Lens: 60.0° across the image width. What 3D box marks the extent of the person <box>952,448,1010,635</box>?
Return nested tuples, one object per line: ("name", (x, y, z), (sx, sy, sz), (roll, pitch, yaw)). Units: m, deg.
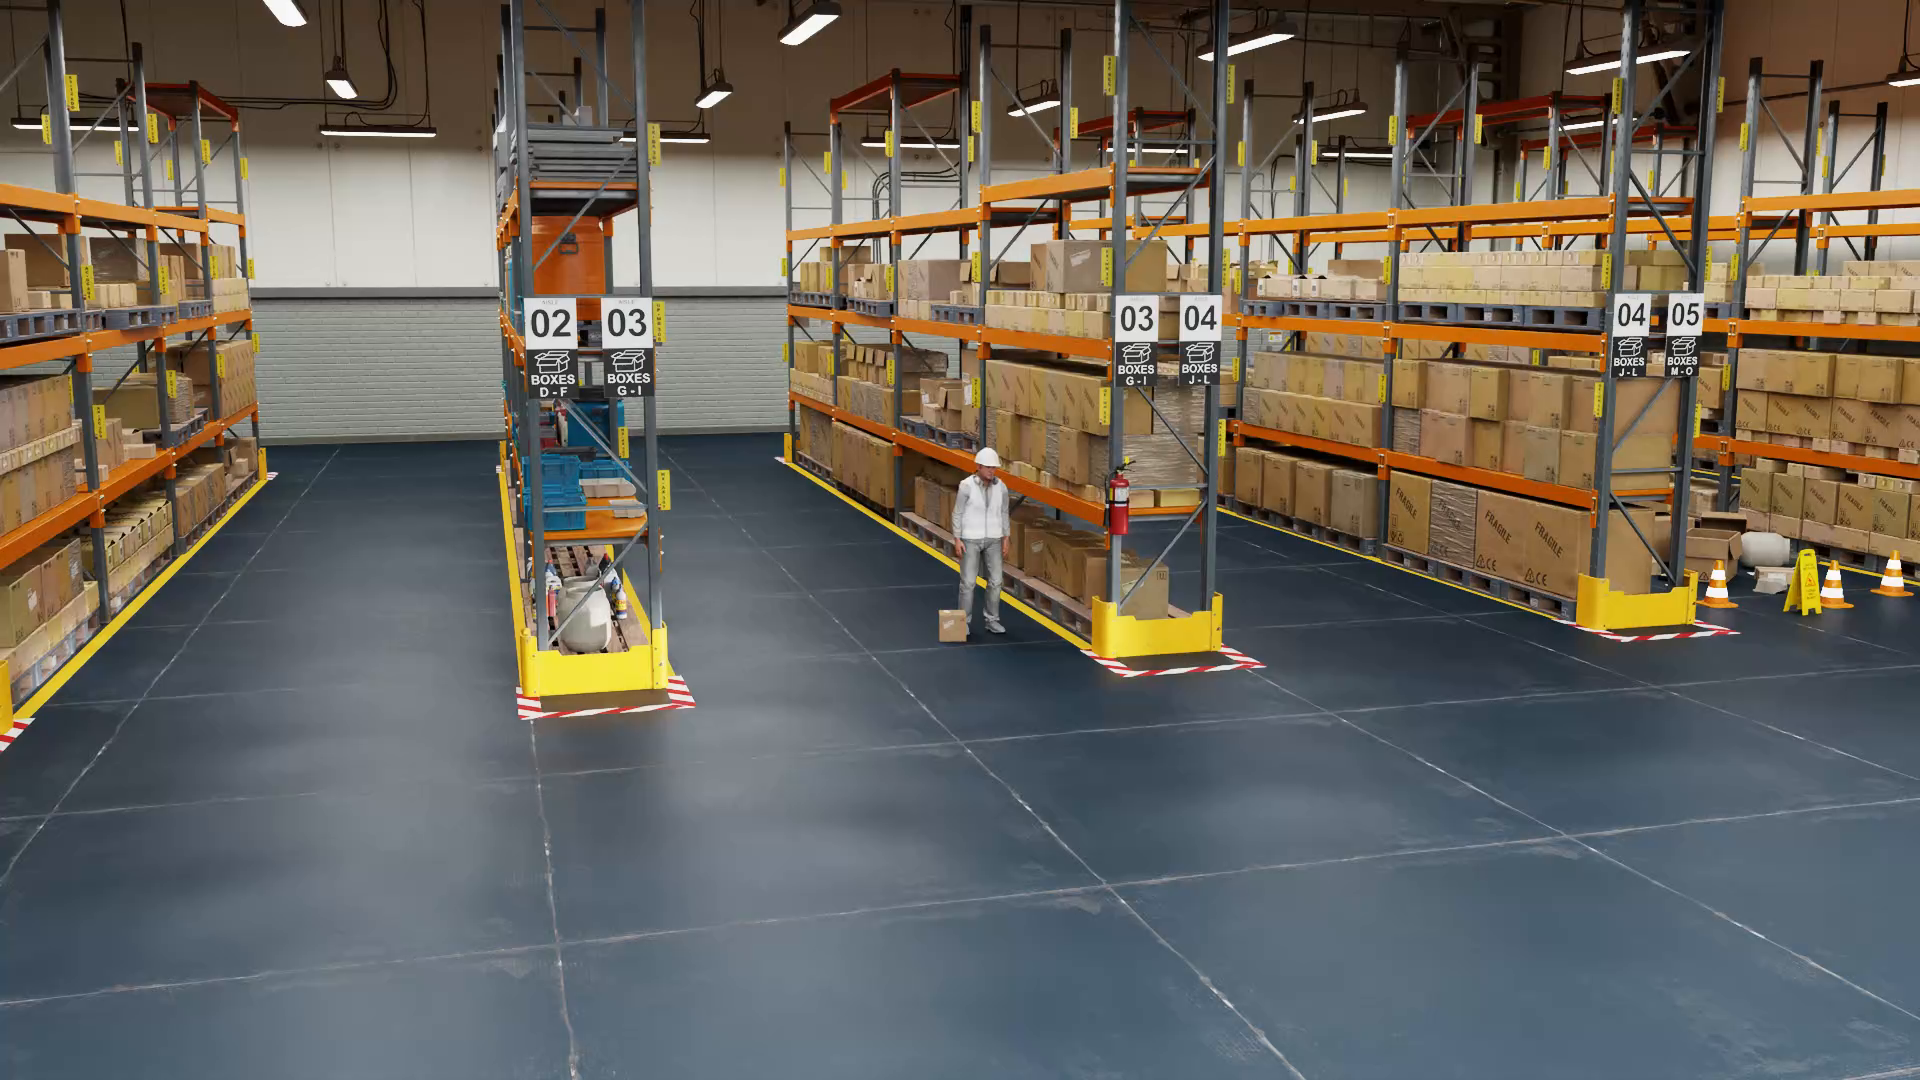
("person", (0.209, 0.003, 15.775), (0.582, 1.769, 0.468), (-3, 10, -21))
